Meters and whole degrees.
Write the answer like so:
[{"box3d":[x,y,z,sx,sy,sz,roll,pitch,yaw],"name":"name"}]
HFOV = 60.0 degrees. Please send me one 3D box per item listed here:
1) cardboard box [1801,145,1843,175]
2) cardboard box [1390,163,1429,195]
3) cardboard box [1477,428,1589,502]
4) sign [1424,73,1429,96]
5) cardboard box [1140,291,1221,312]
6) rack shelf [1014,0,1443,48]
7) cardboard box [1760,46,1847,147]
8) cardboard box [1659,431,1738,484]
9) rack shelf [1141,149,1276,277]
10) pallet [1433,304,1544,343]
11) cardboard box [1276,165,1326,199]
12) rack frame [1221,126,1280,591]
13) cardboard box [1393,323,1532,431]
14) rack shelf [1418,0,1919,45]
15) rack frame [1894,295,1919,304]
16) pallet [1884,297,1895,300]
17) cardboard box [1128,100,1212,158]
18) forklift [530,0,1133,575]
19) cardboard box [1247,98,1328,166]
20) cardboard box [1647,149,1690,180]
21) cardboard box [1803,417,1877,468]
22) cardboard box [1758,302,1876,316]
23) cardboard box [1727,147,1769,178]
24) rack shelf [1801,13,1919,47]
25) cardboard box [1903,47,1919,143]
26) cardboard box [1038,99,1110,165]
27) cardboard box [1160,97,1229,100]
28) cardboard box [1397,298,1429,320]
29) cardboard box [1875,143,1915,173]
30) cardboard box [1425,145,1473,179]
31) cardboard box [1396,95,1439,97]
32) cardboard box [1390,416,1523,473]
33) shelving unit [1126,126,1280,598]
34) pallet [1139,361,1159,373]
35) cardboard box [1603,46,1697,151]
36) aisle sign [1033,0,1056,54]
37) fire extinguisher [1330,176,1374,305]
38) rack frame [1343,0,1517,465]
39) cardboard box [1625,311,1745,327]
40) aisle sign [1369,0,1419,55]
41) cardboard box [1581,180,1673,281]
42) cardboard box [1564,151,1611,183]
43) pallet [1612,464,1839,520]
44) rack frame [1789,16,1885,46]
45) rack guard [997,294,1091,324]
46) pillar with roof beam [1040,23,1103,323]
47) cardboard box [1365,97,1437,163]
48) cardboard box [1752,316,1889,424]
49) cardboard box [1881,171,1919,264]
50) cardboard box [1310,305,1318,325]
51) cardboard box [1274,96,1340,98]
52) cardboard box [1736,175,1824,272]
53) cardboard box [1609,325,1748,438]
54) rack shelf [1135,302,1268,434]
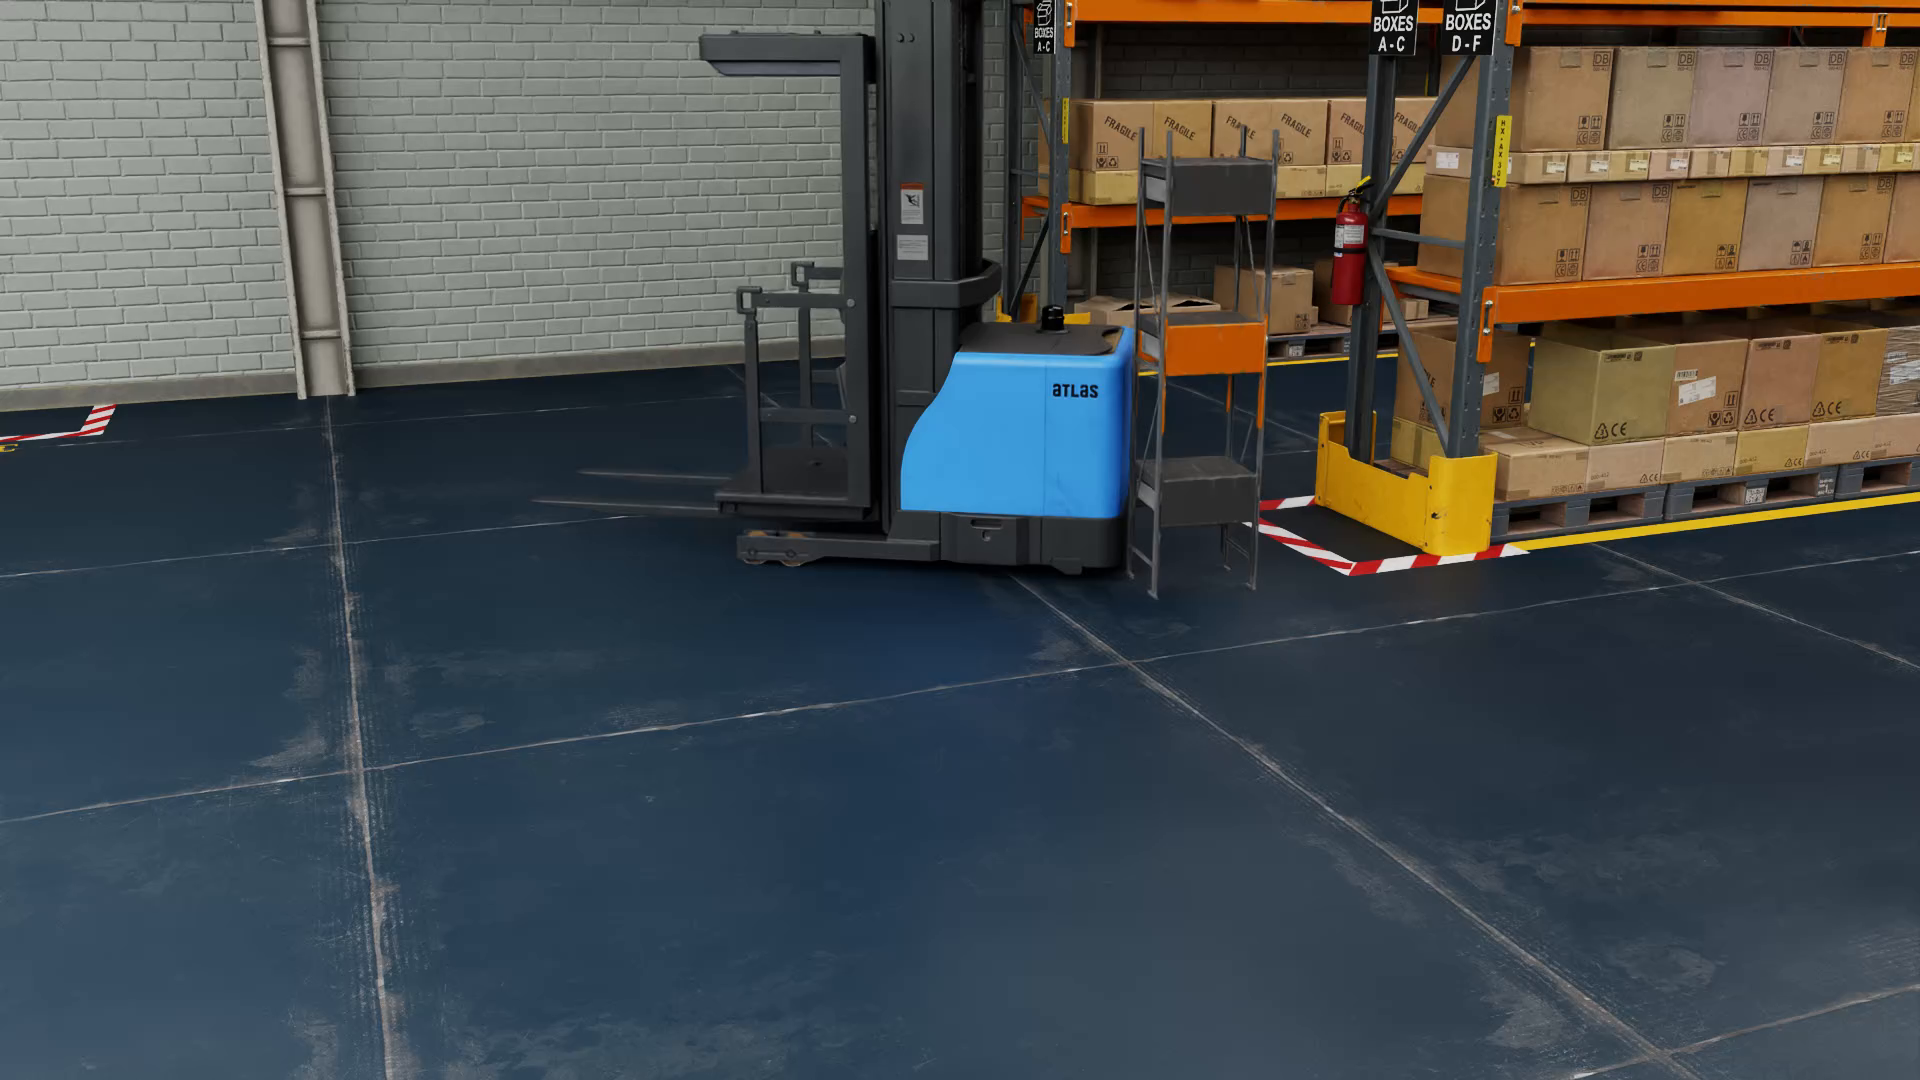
[{"box3d":[4.484,-2.049,8.923,0.250,0.149,0.380,-6,17,-18],"name":"cardboard box"},{"box3d":[3.516,-2.994,13.700,0.500,0.250,0.500,-6,17,-20],"name":"cardboard box"},{"box3d":[2.939,-0.403,8.782,0.500,0.250,0.500,-6,17,-20],"name":"cardboard box"},{"box3d":[4.116,-3.933,14.612,0.005,0.325,0.100,-6,17,-20],"name":"sign"},{"box3d":[1.794,-1.853,13.575,0.500,0.311,0.500,-5,17,-15],"name":"cardboard box"},{"box3d":[2.451,-4.124,13.271,4.000,0.370,1.077,-6,17,-20],"name":"rack shelf"},{"box3d":[4.276,-2.401,8.970,0.500,0.500,0.700,-6,17,-20],"name":"cardboard box"},{"box3d":[3.872,-0.505,9.128,0.500,0.250,0.500,-6,17,-20],"name":"cardboard box"},{"box3d":[1.095,-1.468,7.434,0.480,0.518,0.431,-4,17,-12],"name":"rack shelf"},{"box3d":[5.045,-1.973,14.941,1.213,0.211,1.003,-6,17,-20],"name":"pallet"},{"box3d":[2.583,-2.888,13.339,0.500,0.250,0.500,-6,17,-20],"name":"cardboard box"},{"box3d":[1.333,-0.825,7.680,0.015,2.100,0.400,-4,17,-12],"name":"rack frame"},{"box3d":[2.753,-0.900,9.142,0.500,0.500,0.500,-6,17,-20],"name":"cardboard box"},{"box3d":[4.227,-2.821,8.834,4.000,0.370,1.077,-6,17,-20],"name":"rack shelf"},{"box3d":[6.094,-1.929,9.842,0.127,3.000,1.000,-6,17,-20],"name":"rack frame"},{"box3d":[8.816,-2.357,16.249,1.213,0.211,1.003,-6,17,-20],"name":"pallet"},{"box3d":[1.601,-3.142,12.874,0.500,0.500,0.500,-6,17,-20],"name":"cardboard box"},{"box3d":[-0.648,-1.416,8.219,3.031,2.935,1.130,3,17,9],"name":"forklift"},{"box3d":[2.564,-3.248,13.234,0.500,0.500,0.500,-6,17,-18],"name":"cardboard box"},{"box3d":[3.518,-1.944,8.567,0.250,0.149,0.380,-6,18,-21],"name":"cardboard box"},{"box3d":[4.807,-0.604,9.468,0.500,0.250,0.500,-6,17,-20],"name":"cardboard box"},{"box3d":[5.085,-1.154,10.007,0.500,0.500,0.500,-6,17,-20],"name":"cardboard box"},{"box3d":[4.004,-1.998,8.749,0.250,0.149,0.380,-6,18,-21],"name":"cardboard box"},{"box3d":[9.921,-4.931,16.018,4.000,0.370,1.077,-6,17,-20],"name":"rack shelf"},{"box3d":[5.211,-2.501,9.313,0.500,0.500,0.700,-6,17,-20],"name":"cardboard box"},{"box3d":[0.947,-3.229,13.171,0.500,0.500,0.500,-6,18,-21],"name":"cardboard box"},{"box3d":[1.902,-3.331,13.516,0.500,0.500,0.500,-7,18,-22],"name":"cardboard box"},{"box3d":[3.829,-2.021,14.406,0.250,0.166,0.380,-9,18,-27],"name":"cardboard box"},{"box3d":[4.966,-2.102,9.104,0.250,0.149,0.380,-6,17,-20],"name":"cardboard box"},{"box3d":[2.648,-1.973,8.665,0.250,0.149,0.380,-6,18,-21],"name":"cardboard box"},{"box3d":[3.805,-3.537,14.218,0.500,0.500,0.500,-7,18,-21],"name":"cardboard box"},{"box3d":[2.754,-0.539,9.246,0.500,0.250,0.500,-6,17,-20],"name":"cardboard box"},{"box3d":[1.095,-0.809,7.628,0.503,2.100,0.431,-4,17,-12],"name":"shelving unit"},{"box3d":[1.425,-1.571,13.572,1.213,0.211,1.003,-6,17,-20],"name":"pallet"},{"box3d":[3.338,-2.299,8.624,0.500,0.500,0.700,-7,18,-22],"name":"cardboard box"},{"box3d":[0.623,-3.989,12.246,0.004,0.787,0.394,-6,17,-20],"name":"aisle sign"},{"box3d":[2.082,-1.599,8.855,0.183,0.674,0.296,-6,17,-20],"name":"fire extinguisher"},{"box3d":[2.359,-1.525,8.469,0.127,3.000,1.000,-6,17,-20],"name":"rack frame"},{"box3d":[4.149,-1.054,9.669,0.500,0.500,0.500,-6,17,-20],"name":"cardboard box"},{"box3d":[2.193,-2.843,8.343,0.004,0.787,0.394,-6,17,-20],"name":"aisle sign"},{"box3d":[3.288,-1.671,8.788,0.500,0.500,0.700,-6,17,-19],"name":"cardboard box"},{"box3d":[3.048,-1.895,8.398,0.250,0.149,0.380,-7,18,-22],"name":"cardboard box"},{"box3d":[4.196,-0.398,9.577,1.213,0.211,1.003,-6,17,-20],"name":"pallet"},{"box3d":[8.053,-3.635,15.652,0.127,3.000,1.000,-6,17,-20],"name":"rack frame"},{"box3d":[0.654,-1.637,13.284,0.348,0.500,1.175,-6,17,-20],"name":"rack guard"},{"box3d":[2.468,-4.872,9.219,0.400,9.000,9.100,-6,17,-20],"name":"pillar with roof beam"},{"box3d":[3.523,-3.348,13.576,0.500,0.500,0.500,-6,17,-20],"name":"cardboard box"},{"box3d":[4.803,-0.968,9.373,0.500,0.500,0.500,-6,17,-20],"name":"cardboard box"},{"box3d":[5.192,-1.875,9.483,0.500,0.500,0.700,-6,18,-21],"name":"cardboard box"},{"box3d":[2.817,-1.919,14.088,0.250,0.149,0.380,-8,18,-25],"name":"cardboard box"},{"box3d":[2.853,-3.437,13.877,0.500,0.500,0.500,-6,17,-19],"name":"cardboard box"},{"box3d":[4.244,-1.774,9.138,0.500,0.500,0.700,-6,17,-18],"name":"cardboard box"},{"box3d":[3.868,-0.868,9.033,0.500,0.500,0.500,-6,17,-20],"name":"cardboard box"},{"box3d":[1.095,-0.796,7.632,0.480,0.518,0.431,-4,17,-12],"name":"rack shelf"}]
